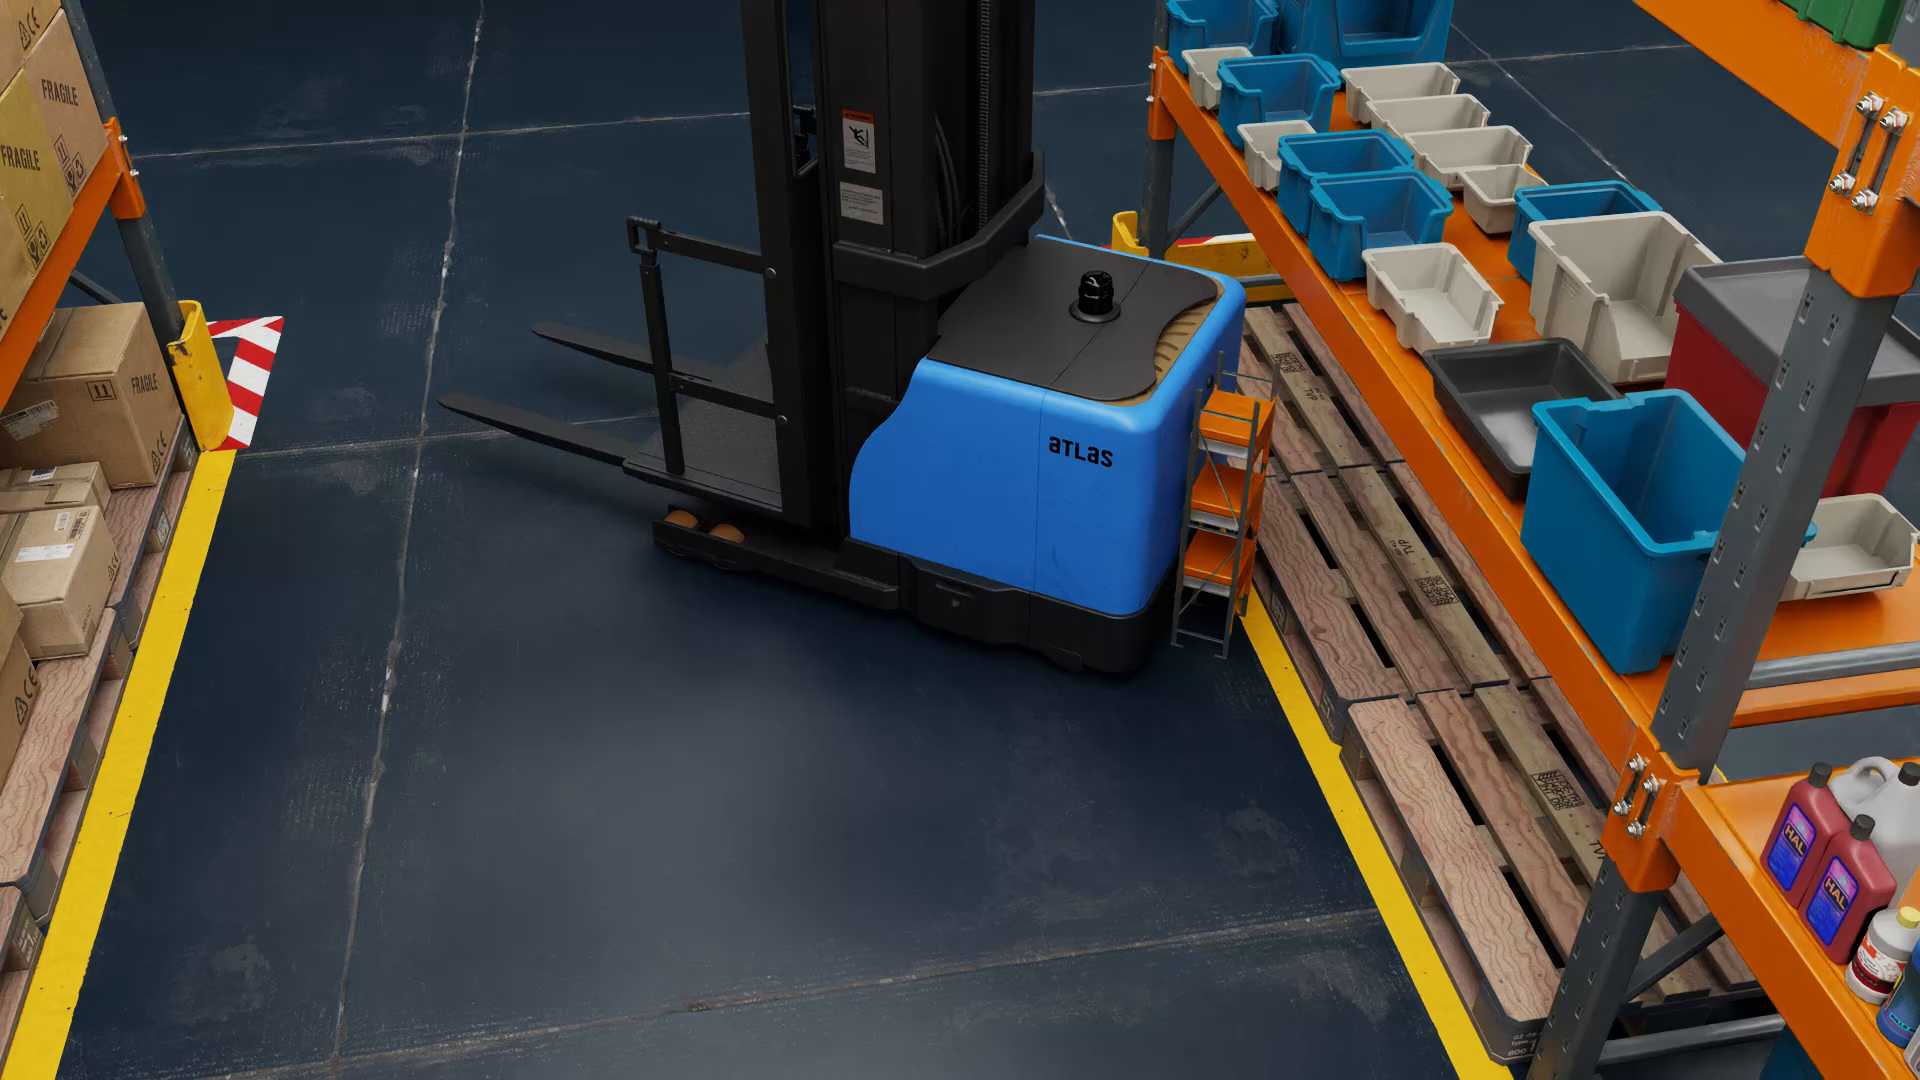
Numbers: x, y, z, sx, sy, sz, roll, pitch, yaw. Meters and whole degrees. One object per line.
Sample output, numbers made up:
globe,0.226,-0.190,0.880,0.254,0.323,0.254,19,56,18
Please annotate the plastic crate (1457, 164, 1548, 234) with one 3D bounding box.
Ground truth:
plastic crate,1.780,-1.095,5.380,0.298,0.136,0.250,-6,38,-8

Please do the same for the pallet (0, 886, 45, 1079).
pallet,-3.016,1.465,4.192,1.003,0.211,1.213,-6,38,-8

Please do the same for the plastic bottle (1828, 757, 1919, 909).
plastic bottle,1.730,0.540,3.150,0.144,0.351,0.185,-6,38,-8

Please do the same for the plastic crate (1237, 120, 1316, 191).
plastic crate,1.092,-1.290,5.632,0.250,0.136,0.298,-6,38,-8

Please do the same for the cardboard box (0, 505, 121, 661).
cardboard box,-3.123,0.154,5.489,0.500,0.250,0.500,-6,38,-8

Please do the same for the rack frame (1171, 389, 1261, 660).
rack frame,0.825,-0.028,5.430,0.200,1.050,0.008,15,40,18

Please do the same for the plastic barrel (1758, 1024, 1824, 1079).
plastic barrel,2.059,1.242,3.575,0.600,0.901,0.708,-6,38,-8

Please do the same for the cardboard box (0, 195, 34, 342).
cardboard box,-3.075,-0.820,4.779,0.500,0.500,0.500,-6,38,-8

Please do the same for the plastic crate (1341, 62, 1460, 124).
plastic crate,1.600,-1.614,6.048,0.396,0.136,0.243,-6,38,-8

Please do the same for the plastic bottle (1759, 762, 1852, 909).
plastic bottle,1.625,0.562,3.177,0.061,0.283,0.133,-6,38,-8

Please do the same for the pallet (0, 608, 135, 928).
pallet,-3.234,0.727,5.142,1.003,0.211,1.213,-6,38,-8

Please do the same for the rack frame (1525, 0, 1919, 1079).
rack frame,1.980,0.249,3.485,1.000,3.000,0.127,-6,38,-8

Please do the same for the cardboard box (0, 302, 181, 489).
cardboard box,-3.260,-0.522,6.155,0.500,0.500,0.500,-6,38,-8

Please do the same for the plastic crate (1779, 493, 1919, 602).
plastic crate,2.040,0.033,3.929,0.396,0.136,0.243,-6,38,-8

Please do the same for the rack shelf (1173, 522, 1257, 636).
rack shelf,0.873,0.131,5.695,0.215,0.259,0.240,15,40,18

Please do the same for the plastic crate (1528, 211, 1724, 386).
plastic crate,1.894,-0.670,4.716,0.437,0.282,0.530,-6,38,-8

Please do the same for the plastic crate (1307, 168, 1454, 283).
plastic crate,1.282,-0.964,5.133,0.416,0.233,0.300,-6,38,-8

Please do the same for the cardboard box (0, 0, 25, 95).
cardboard box,-3.160,-1.527,4.874,0.500,0.500,0.500,-5,38,-7

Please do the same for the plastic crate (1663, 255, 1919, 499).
plastic crate,2.071,-0.367,4.176,0.402,0.464,0.583,-6,38,-8

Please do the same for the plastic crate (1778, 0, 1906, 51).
plastic crate,1.609,-1.076,2.917,0.450,0.188,0.662,-6,38,-8

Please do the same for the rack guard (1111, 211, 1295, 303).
rack guard,1.262,-1.193,7.379,1.175,0.500,0.348,-6,38,-8

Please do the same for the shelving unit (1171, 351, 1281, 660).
shelving unit,0.873,-0.096,5.518,0.215,1.050,0.252,15,40,18

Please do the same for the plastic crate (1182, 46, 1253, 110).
plastic crate,0.973,-1.700,6.159,0.250,0.136,0.298,-6,38,-8

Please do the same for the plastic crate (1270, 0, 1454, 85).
plastic crate,1.522,-2.023,6.331,0.616,0.435,0.499,-6,38,-8

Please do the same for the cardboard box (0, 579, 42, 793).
cardboard box,-3.231,0.457,4.893,0.797,0.503,0.637,-6,38,-8

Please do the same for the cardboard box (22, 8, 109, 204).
cardboard box,-3.252,-1.435,5.571,0.500,0.500,0.500,-5,38,-7

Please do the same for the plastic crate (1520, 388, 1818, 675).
plastic crate,1.563,-0.014,3.787,0.392,0.384,0.575,-6,38,-8

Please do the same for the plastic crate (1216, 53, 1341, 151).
plastic crate,1.114,-1.543,5.878,0.416,0.233,0.300,-6,38,-8

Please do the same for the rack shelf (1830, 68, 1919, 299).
rack shelf,2.331,0.556,1.231,1.077,0.370,4.000,-6,38,-8

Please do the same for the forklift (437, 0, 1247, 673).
forklift,-0.570,-1.323,5.564,3.031,2.935,1.130,16,41,20

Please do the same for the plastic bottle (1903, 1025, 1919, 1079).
plastic bottle,1.751,0.839,2.826,0.152,0.276,0.135,-6,38,-8

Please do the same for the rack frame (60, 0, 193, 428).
rack frame,-3.598,-1.637,5.912,1.000,3.000,0.127,-6,38,-8

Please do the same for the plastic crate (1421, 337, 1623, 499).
plastic crate,1.520,-0.314,4.384,0.437,0.125,0.590,-6,38,-8

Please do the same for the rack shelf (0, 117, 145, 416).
rack shelf,-3.247,-0.145,4.578,1.077,0.370,4.000,-6,38,-8

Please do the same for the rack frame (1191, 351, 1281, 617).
rack frame,0.921,-0.165,5.607,0.200,1.050,0.008,15,40,18

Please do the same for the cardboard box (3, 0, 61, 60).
cardboard box,-3.249,-1.832,5.267,0.500,0.500,0.500,-7,38,-8

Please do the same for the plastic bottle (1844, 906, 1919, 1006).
plastic bottle,1.686,0.743,3.011,0.097,0.201,0.097,0,38,0

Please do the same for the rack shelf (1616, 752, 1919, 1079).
rack shelf,2.331,1.741,2.151,1.077,0.370,4.000,-6,38,-8

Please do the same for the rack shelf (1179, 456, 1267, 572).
rack shelf,0.873,-0.088,5.525,0.215,0.259,0.240,15,40,18

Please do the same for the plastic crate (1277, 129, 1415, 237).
plastic crate,1.229,-1.145,5.367,0.416,0.233,0.300,-6,38,-8

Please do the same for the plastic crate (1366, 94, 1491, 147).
plastic crate,1.637,-1.437,5.821,0.396,0.136,0.243,-6,38,-8

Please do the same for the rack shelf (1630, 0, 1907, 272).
rack shelf,1.630,-1.860,4.340,1.077,0.370,4.000,-6,38,-8

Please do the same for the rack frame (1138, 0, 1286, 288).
rack frame,1.279,-2.167,6.595,1.000,3.000,0.127,-6,38,-8

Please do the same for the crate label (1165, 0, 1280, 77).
crate label,0.998,-1.940,6.390,0.416,0.233,0.303,-6,38,-8

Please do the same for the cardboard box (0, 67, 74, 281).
cardboard box,-3.157,-1.122,5.168,0.500,0.500,0.500,-6,38,-8

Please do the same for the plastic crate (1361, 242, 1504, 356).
plastic crate,1.379,-0.690,4.860,0.293,0.136,0.466,-6,38,-8

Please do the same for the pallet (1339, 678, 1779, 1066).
pallet,1.813,0.910,4.907,1.003,0.211,1.213,-6,38,-8

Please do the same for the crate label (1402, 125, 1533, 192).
crate label,1.710,-1.272,5.608,0.396,0.136,0.243,-6,38,-8

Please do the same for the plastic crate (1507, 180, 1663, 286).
plastic crate,1.892,-0.912,5.067,0.416,0.233,0.300,-6,38,-8

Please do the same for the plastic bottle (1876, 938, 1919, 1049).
plastic bottle,1.703,0.774,2.914,0.097,0.271,0.097,0,38,0

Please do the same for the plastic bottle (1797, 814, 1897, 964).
plastic bottle,1.648,0.643,3.073,0.061,0.283,0.133,-6,38,-8

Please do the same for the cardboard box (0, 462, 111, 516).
cardboard box,-3.278,-0.136,5.930,0.380,0.166,0.250,-6,38,-8

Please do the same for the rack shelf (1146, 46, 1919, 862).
rack shelf,1.630,-0.675,5.261,1.077,0.370,4.000,-6,38,-8

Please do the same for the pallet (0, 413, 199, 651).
pallet,-3.444,-0.008,6.089,1.003,0.211,1.213,-6,38,-8

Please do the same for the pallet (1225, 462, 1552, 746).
pallet,1.596,0.171,5.857,1.003,0.211,1.213,-6,38,-8

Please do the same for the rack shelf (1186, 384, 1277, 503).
rack shelf,0.873,-0.312,5.351,0.215,0.259,0.240,15,40,18

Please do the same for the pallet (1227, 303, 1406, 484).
pallet,1.386,-0.564,6.804,1.003,0.211,1.213,-6,38,-8

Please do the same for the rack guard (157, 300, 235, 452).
rack guard,-3.585,-0.604,6.620,1.175,0.500,0.348,-6,38,-8
